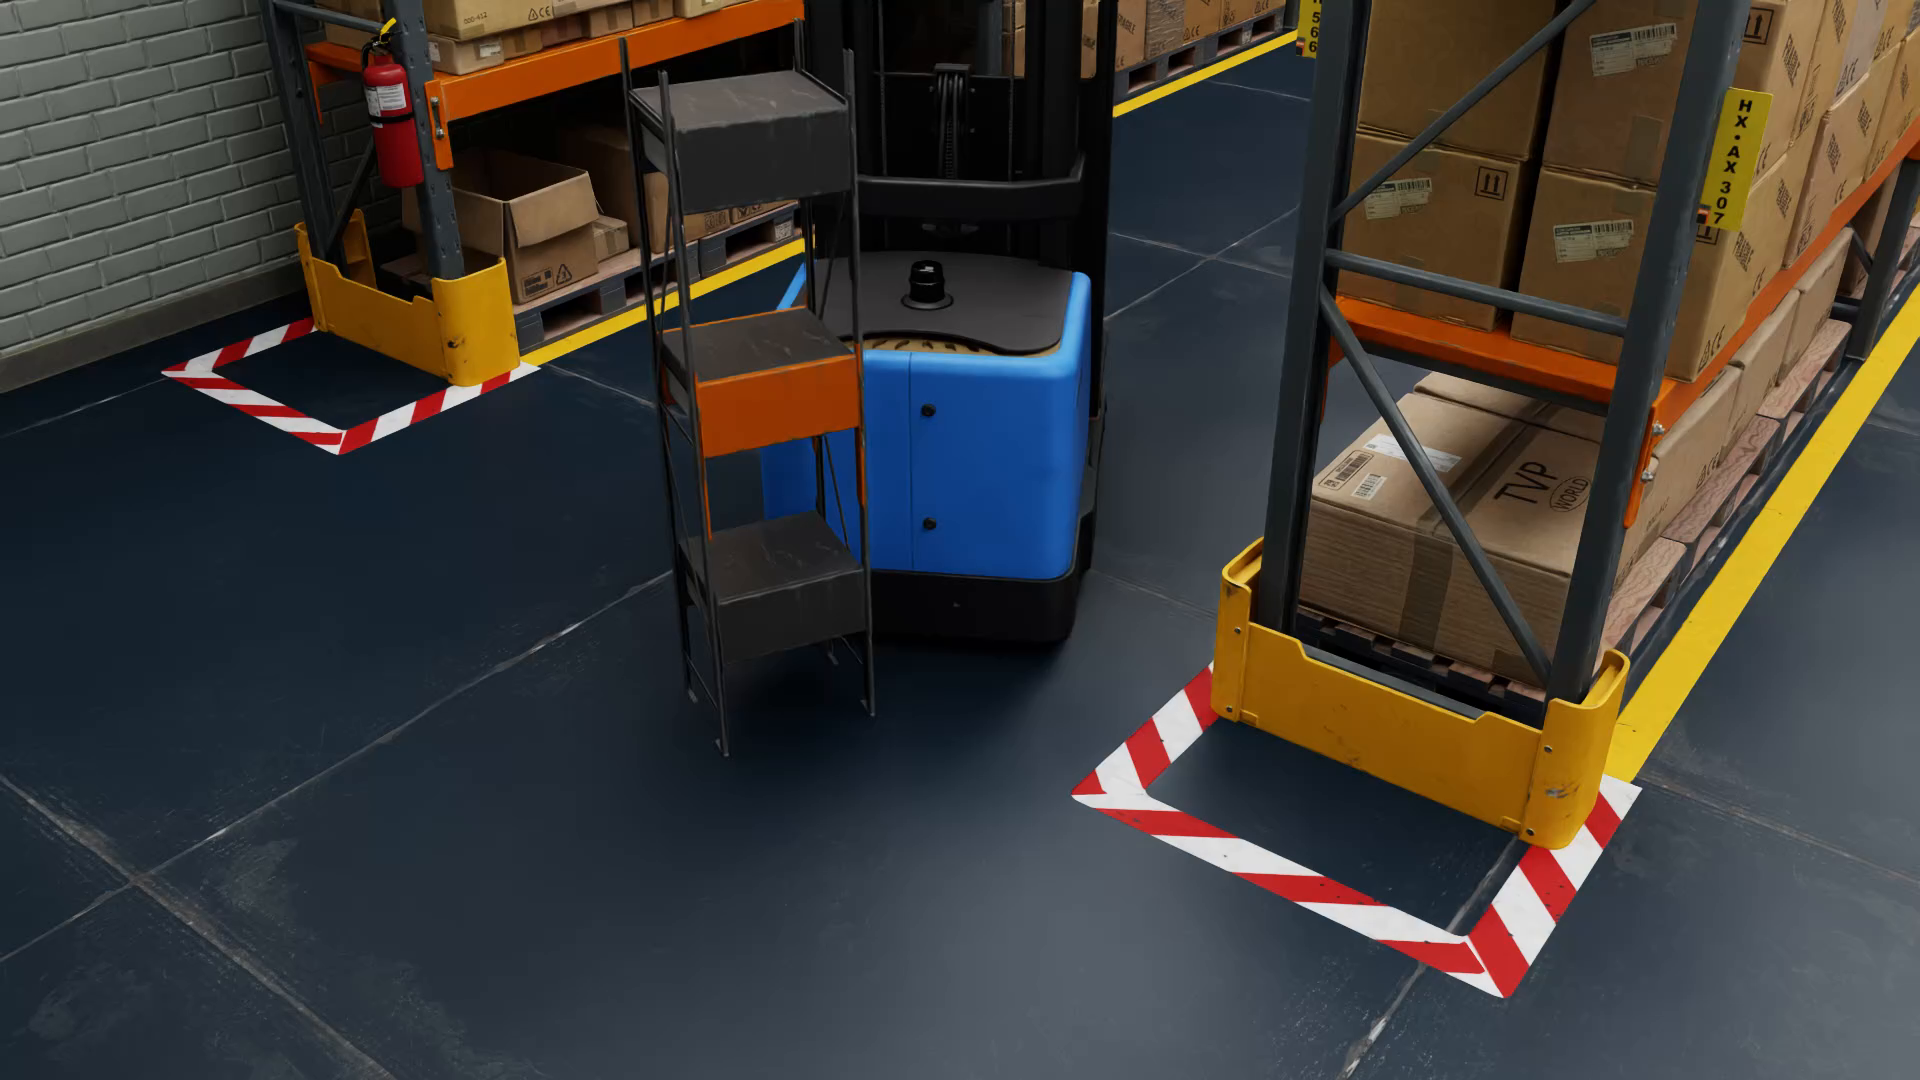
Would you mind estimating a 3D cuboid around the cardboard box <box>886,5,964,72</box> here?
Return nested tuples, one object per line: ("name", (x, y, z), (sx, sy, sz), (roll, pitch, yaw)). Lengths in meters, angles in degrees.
("cardboard box", (-0.123, -3.198, 10.743), (0.500, 0.500, 0.500), (21, 37, 31))

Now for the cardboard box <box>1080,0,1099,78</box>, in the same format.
("cardboard box", (0.602, -3.254, 10.838), (0.500, 0.500, 0.500), (21, 36, 31))

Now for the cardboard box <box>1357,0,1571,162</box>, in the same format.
("cardboard box", (1.463, -1.392, 4.578), (0.500, 0.500, 0.500), (22, 37, 33))

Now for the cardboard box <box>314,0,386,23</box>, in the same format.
("cardboard box", (-2.532, -2.508, 7.395), (0.500, 0.250, 0.500), (22, 37, 33))

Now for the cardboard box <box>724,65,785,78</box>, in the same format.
("cardboard box", (-0.980, -2.258, 9.158), (0.700, 0.500, 0.500), (20, 36, 30))

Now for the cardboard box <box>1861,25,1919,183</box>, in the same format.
("cardboard box", (3.102, -1.632, 5.963), (0.500, 0.500, 0.500), (21, 36, 31))

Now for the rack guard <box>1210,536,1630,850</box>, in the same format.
("rack guard", (1.347, 0.435, 5.025), (1.175, 0.500, 0.348), (21, 37, 31))

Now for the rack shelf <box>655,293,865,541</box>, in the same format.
("rack shelf", (-0.583, -0.366, 4.834), (0.480, 0.518, 0.431), (-14, 33, -22))

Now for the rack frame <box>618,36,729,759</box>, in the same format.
("rack frame", (-0.804, -0.324, 4.737), (0.015, 2.100, 0.400), (-14, 33, -22))

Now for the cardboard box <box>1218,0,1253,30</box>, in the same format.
("cardboard box", (1.837, -4.095, 12.257), (0.500, 0.500, 0.500), (21, 36, 31))

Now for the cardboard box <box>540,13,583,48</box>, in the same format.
("cardboard box", (-1.933, -2.352, 7.523), (0.380, 0.149, 0.250), (21, 36, 31))

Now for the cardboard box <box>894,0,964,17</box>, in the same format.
("cardboard box", (-0.191, -3.424, 10.490), (0.380, 0.149, 0.250), (20, 36, 29))

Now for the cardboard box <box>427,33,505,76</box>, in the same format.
("cardboard box", (-2.181, -2.117, 7.126), (0.380, 0.149, 0.250), (21, 36, 31))

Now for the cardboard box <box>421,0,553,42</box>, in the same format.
("cardboard box", (-2.109, -2.341, 7.113), (0.500, 0.250, 0.500), (21, 37, 32))

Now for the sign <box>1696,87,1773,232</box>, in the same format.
("sign", (1.800, -0.883, 3.871), (0.100, 0.325, 0.005), (21, 37, 31))

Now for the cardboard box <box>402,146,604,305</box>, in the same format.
("cardboard box", (-2.153, -1.502, 7.879), (0.797, 0.503, 0.637), (20, 36, 29))

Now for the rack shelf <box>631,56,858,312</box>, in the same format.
("rack shelf", (-0.583, -0.968, 4.477), (0.480, 0.518, 0.431), (-14, 33, -22))

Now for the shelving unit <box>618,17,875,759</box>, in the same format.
("shelving unit", (-0.583, -0.377, 4.827), (0.503, 2.100, 0.431), (-14, 33, -22))

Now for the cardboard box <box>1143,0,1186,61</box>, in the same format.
("cardboard box", (1.224, -3.664, 11.531), (0.500, 0.500, 0.500), (20, 36, 30))

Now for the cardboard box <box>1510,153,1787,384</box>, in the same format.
("cardboard box", (1.880, -0.799, 4.559), (0.500, 0.500, 0.500), (21, 36, 31))

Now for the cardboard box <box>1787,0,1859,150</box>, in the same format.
("cardboard box", (2.185, -1.442, 4.663), (0.500, 0.500, 0.500), (20, 36, 30))

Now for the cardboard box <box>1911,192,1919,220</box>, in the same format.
("cardboard box", (4.626, -2.188, 8.673), (0.875, 0.875, 0.875), (22, 37, 33))

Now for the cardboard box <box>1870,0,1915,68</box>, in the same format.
("cardboard box", (2.790, -1.857, 5.363), (0.500, 0.500, 0.500), (21, 37, 31))

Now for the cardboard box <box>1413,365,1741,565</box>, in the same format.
("cardboard box", (2.226, -0.402, 6.087), (0.875, 0.438, 0.875), (22, 37, 33))

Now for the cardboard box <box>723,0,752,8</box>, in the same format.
("cardboard box", (-1.221, -2.739, 8.175), (0.380, 0.149, 0.250), (22, 37, 32))

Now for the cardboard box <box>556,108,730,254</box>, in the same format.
("cardboard box", (-1.606, -1.836, 8.446), (0.700, 0.500, 0.500), (23, 38, 33))

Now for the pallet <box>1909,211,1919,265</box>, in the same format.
("pallet", (4.918, -1.911, 9.267), (1.003, 0.211, 1.213), (21, 37, 31))

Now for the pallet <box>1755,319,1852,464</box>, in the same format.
("pallet", (3.255, -0.791, 7.378), (1.003, 0.211, 1.213), (21, 37, 31))

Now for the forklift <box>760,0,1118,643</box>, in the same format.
("forklift", (0.033, -1.649, 6.157), (1.130, 2.935, 3.031), (4, 31, 6))

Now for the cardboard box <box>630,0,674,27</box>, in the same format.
("cardboard box", (-1.576, -2.546, 7.850), (0.380, 0.149, 0.250), (22, 37, 32))

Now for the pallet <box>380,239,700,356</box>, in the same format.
("pallet", (-2.072, -1.331, 8.290), (1.003, 0.211, 1.213), (21, 37, 31))

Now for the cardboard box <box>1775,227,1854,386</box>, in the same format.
("cardboard box", (3.312, -1.132, 7.319), (0.875, 0.438, 0.875), (21, 36, 31))

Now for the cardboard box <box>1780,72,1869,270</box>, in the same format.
("cardboard box", (2.485, -1.215, 5.260), (0.500, 0.500, 0.500), (21, 37, 31))

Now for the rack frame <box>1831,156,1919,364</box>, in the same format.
("rack frame", (3.776, -2.276, 7.148), (1.000, 3.000, 0.127), (21, 37, 31))

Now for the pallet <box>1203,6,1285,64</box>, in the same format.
("pallet", (1.750, -3.936, 12.685), (1.003, 0.211, 1.213), (21, 37, 31))

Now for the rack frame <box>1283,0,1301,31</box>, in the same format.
("rack frame", (2.231, -5.428, 12.466), (1.000, 3.000, 0.127), (21, 37, 31))

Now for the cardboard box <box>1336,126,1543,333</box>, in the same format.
("cardboard box", (1.442, -0.970, 4.847), (0.500, 0.500, 0.500), (21, 37, 32))

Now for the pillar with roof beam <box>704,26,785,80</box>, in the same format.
("pillar with roof beam", (2.110, -5.052, 5.948), (9.100, 9.000, 0.400), (21, 37, 31))

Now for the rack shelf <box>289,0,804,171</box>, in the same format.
("rack shelf", (-1.391, -2.679, 8.534), (1.077, 0.370, 4.000), (21, 37, 31))

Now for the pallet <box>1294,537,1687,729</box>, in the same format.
("pallet", (1.782, 0.201, 5.704), (1.003, 0.211, 1.213), (21, 37, 31))
